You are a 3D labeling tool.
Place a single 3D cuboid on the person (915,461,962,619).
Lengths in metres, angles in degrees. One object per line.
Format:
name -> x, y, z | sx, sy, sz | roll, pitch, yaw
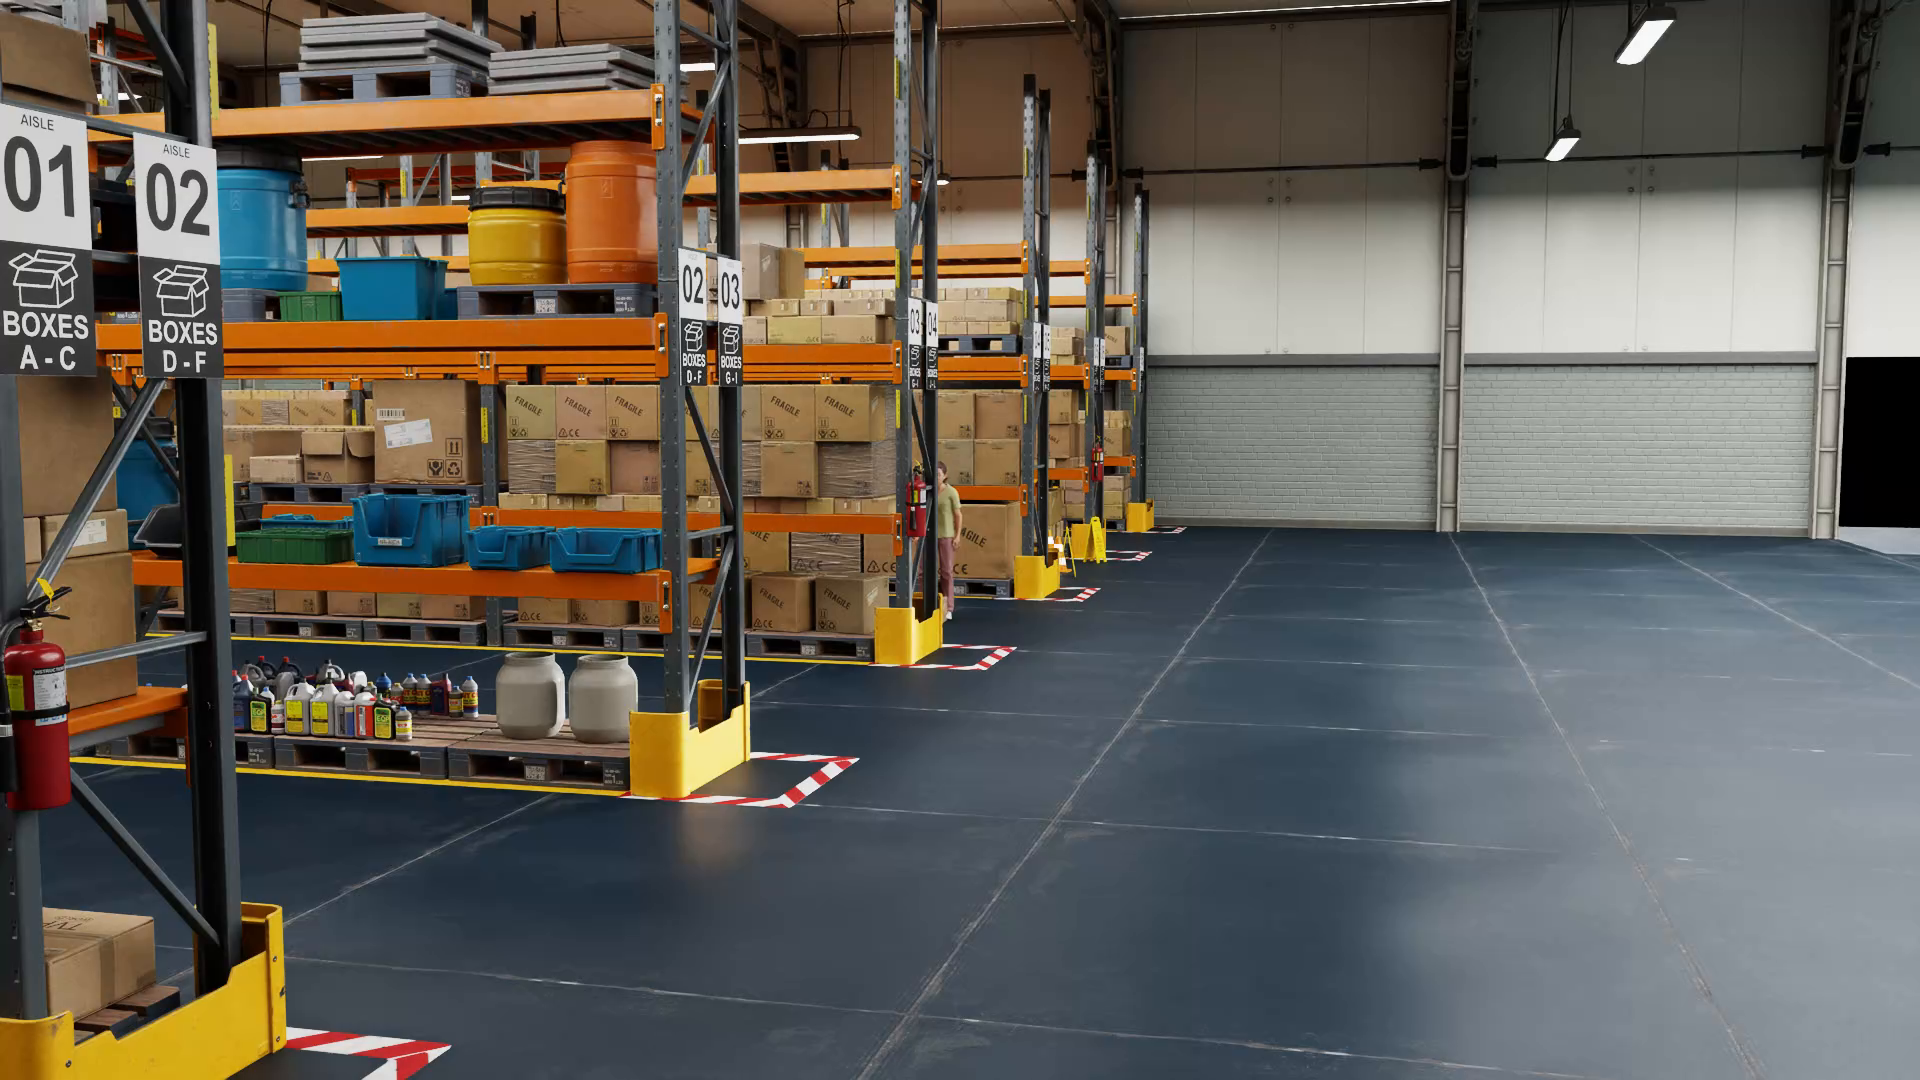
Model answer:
person -> -0.237, -0.001, 17.569 | 0.499, 1.673, 0.359 | 1, 5, 14
